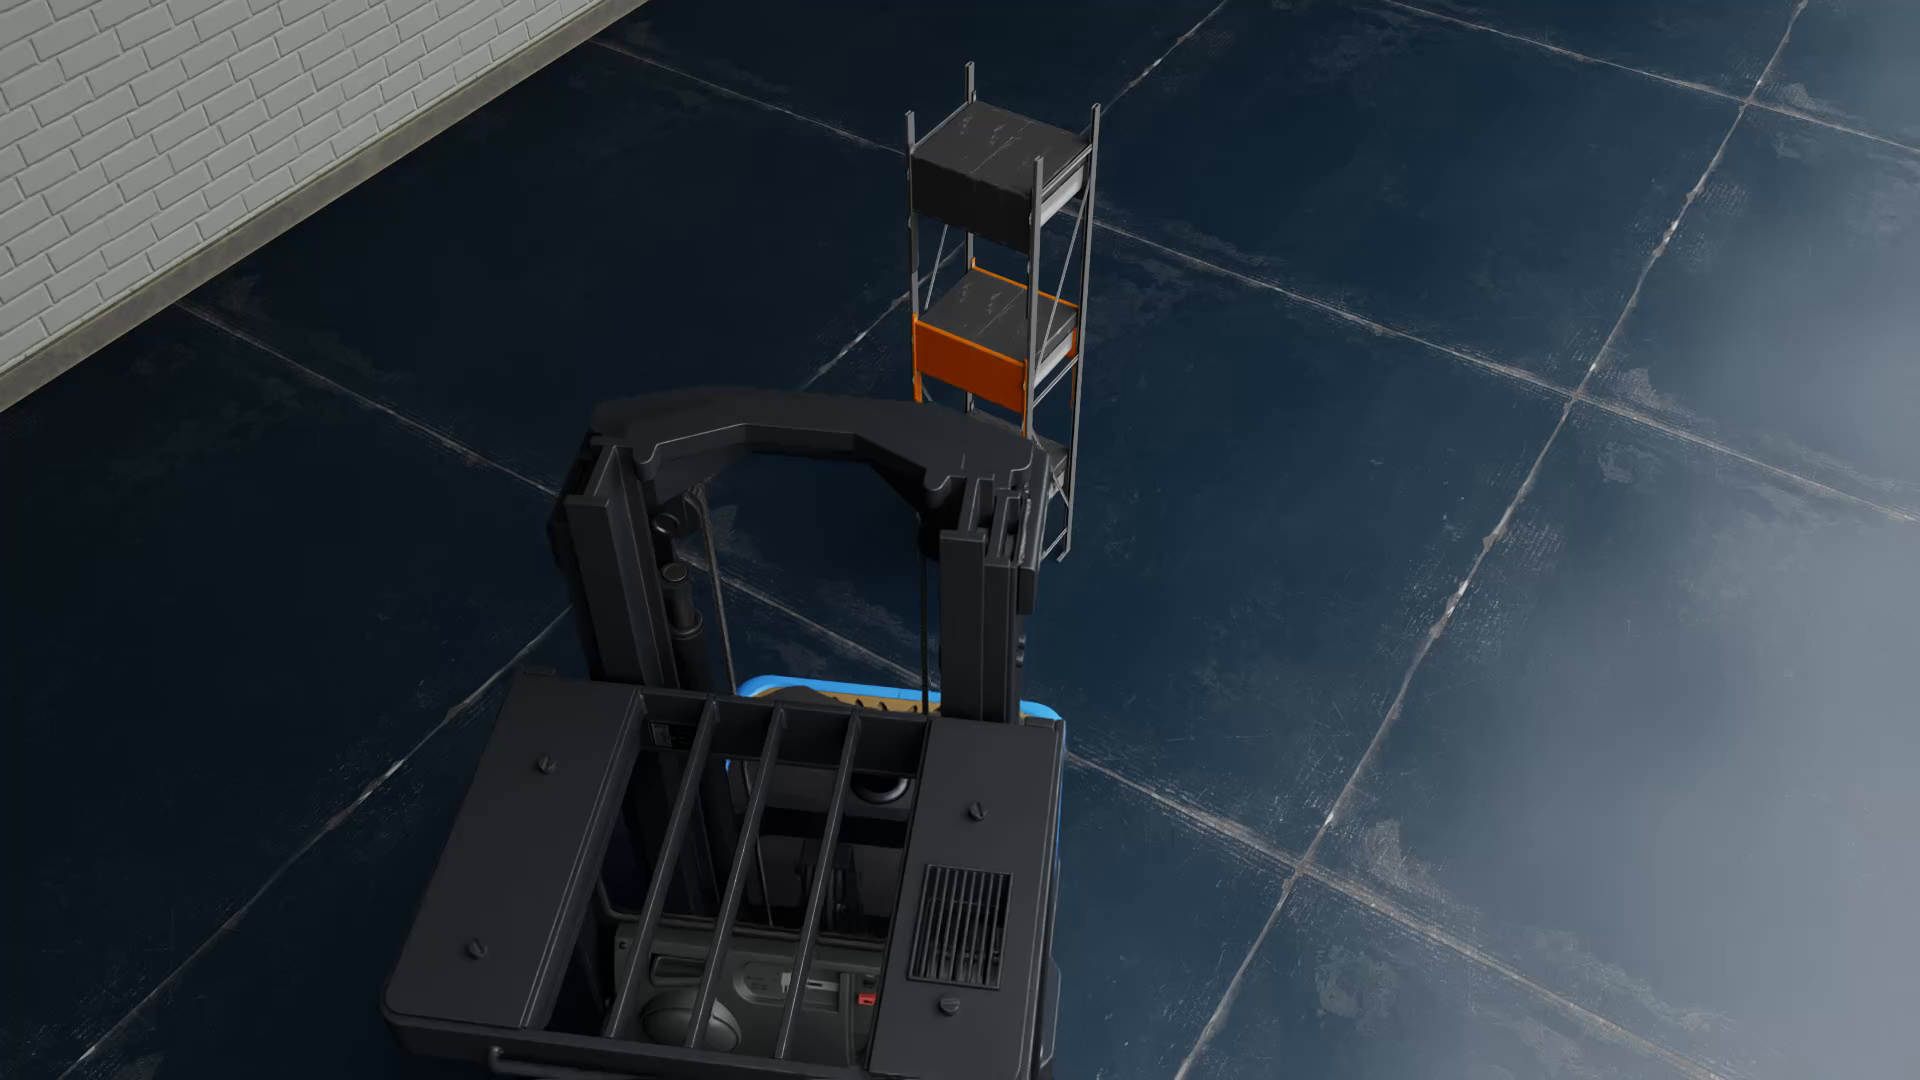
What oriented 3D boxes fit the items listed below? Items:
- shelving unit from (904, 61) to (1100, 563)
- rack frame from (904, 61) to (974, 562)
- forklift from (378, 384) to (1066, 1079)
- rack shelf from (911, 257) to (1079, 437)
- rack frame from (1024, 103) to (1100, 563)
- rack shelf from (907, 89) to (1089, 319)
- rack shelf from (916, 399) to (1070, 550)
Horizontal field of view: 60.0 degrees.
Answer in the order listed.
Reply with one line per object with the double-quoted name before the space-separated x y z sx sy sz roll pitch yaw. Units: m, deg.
"shelving unit" 0.139 -0.668 6.157 0.503 2.100 0.431 25 51 22
"rack frame" -0.066 -0.762 6.248 0.015 2.100 0.400 25 51 22
"forklift" -0.374 1.226 3.737 1.130 2.935 3.031 5 46 5
"rack shelf" 0.139 -0.658 6.166 0.480 0.518 0.431 25 51 22
"rack frame" 0.345 -0.573 6.065 0.015 2.100 0.400 25 51 22
"rack shelf" 0.139 -1.146 5.664 0.480 0.518 0.431 25 51 22
"rack shelf" 0.139 -0.170 6.668 0.480 0.518 0.431 25 51 22
